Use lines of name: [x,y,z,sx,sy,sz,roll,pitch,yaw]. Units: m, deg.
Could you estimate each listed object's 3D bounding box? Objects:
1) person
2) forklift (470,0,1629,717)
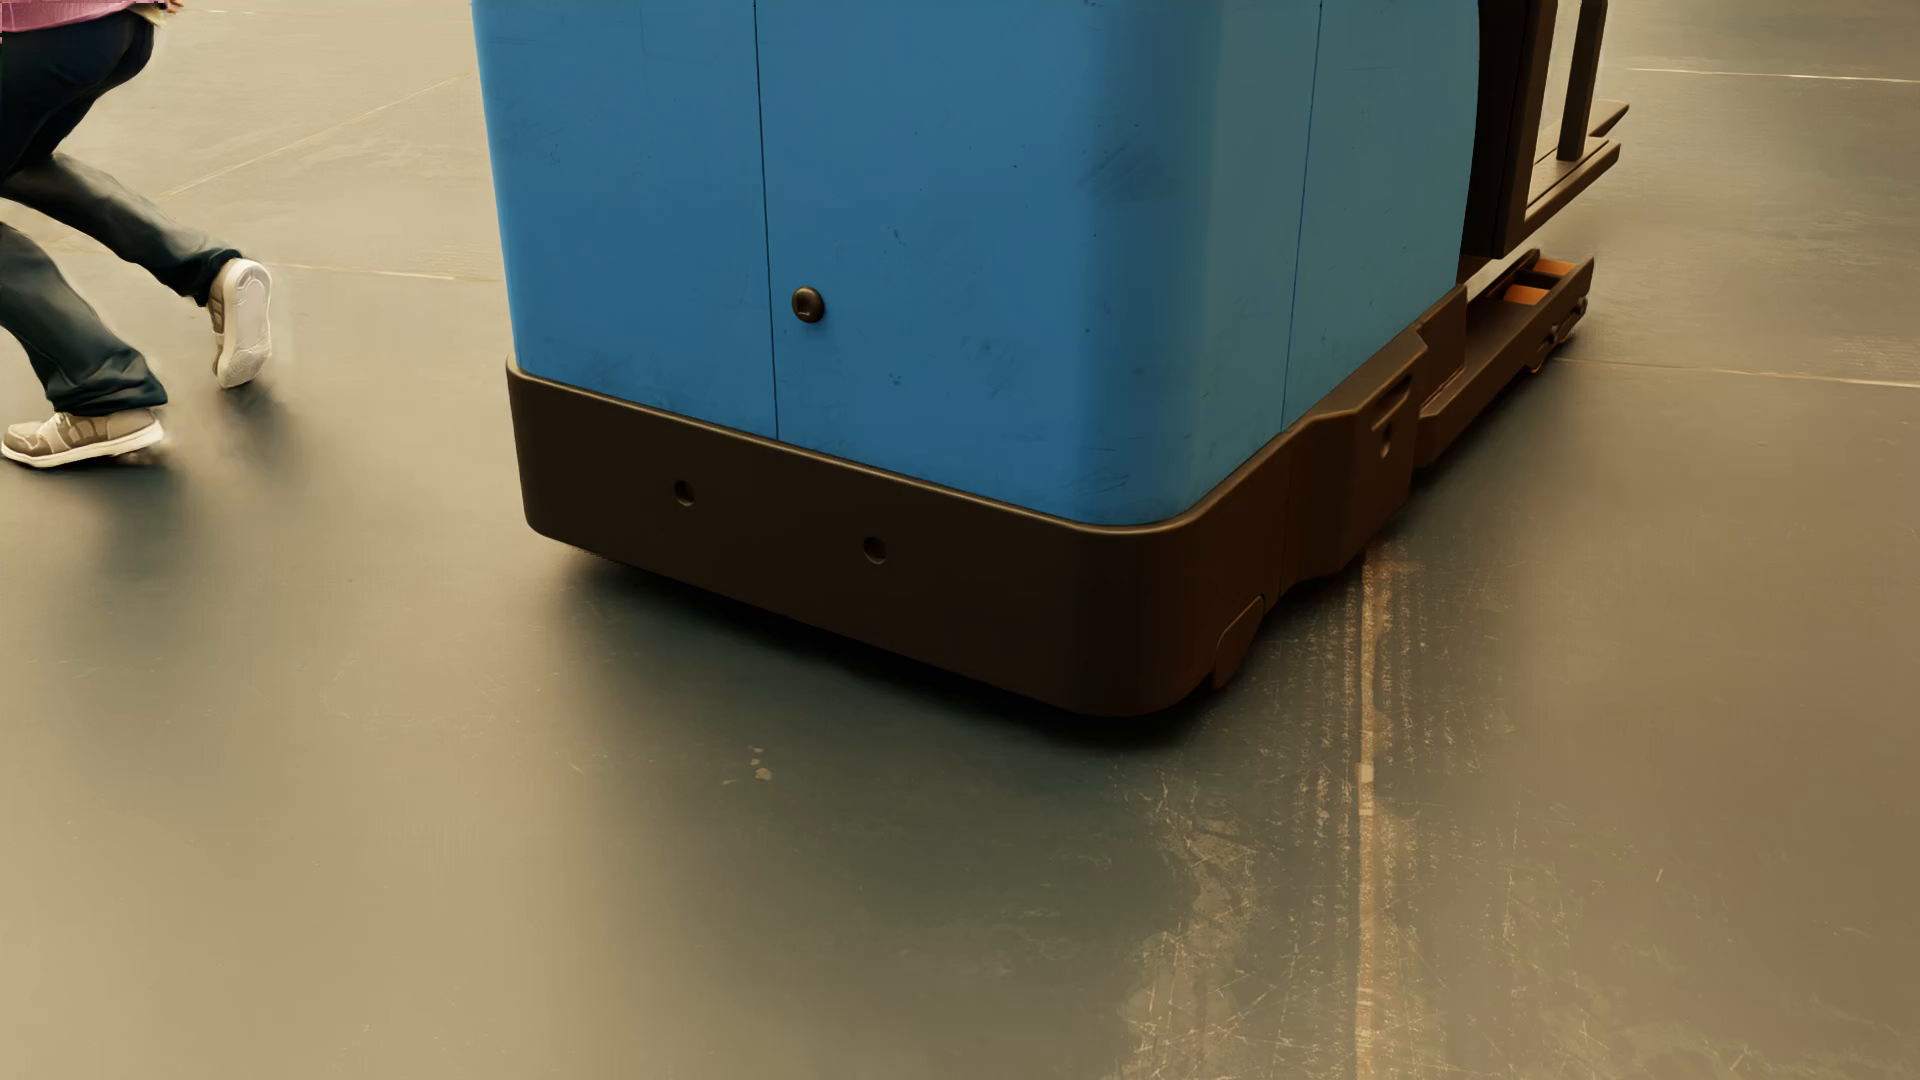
person: [-1.471,-0.854,2.652,0.477,1.422,0.822,-2,27,-4]
forklift: [0.584,-1.721,2.658,1.130,2.935,3.031,16,31,29]
